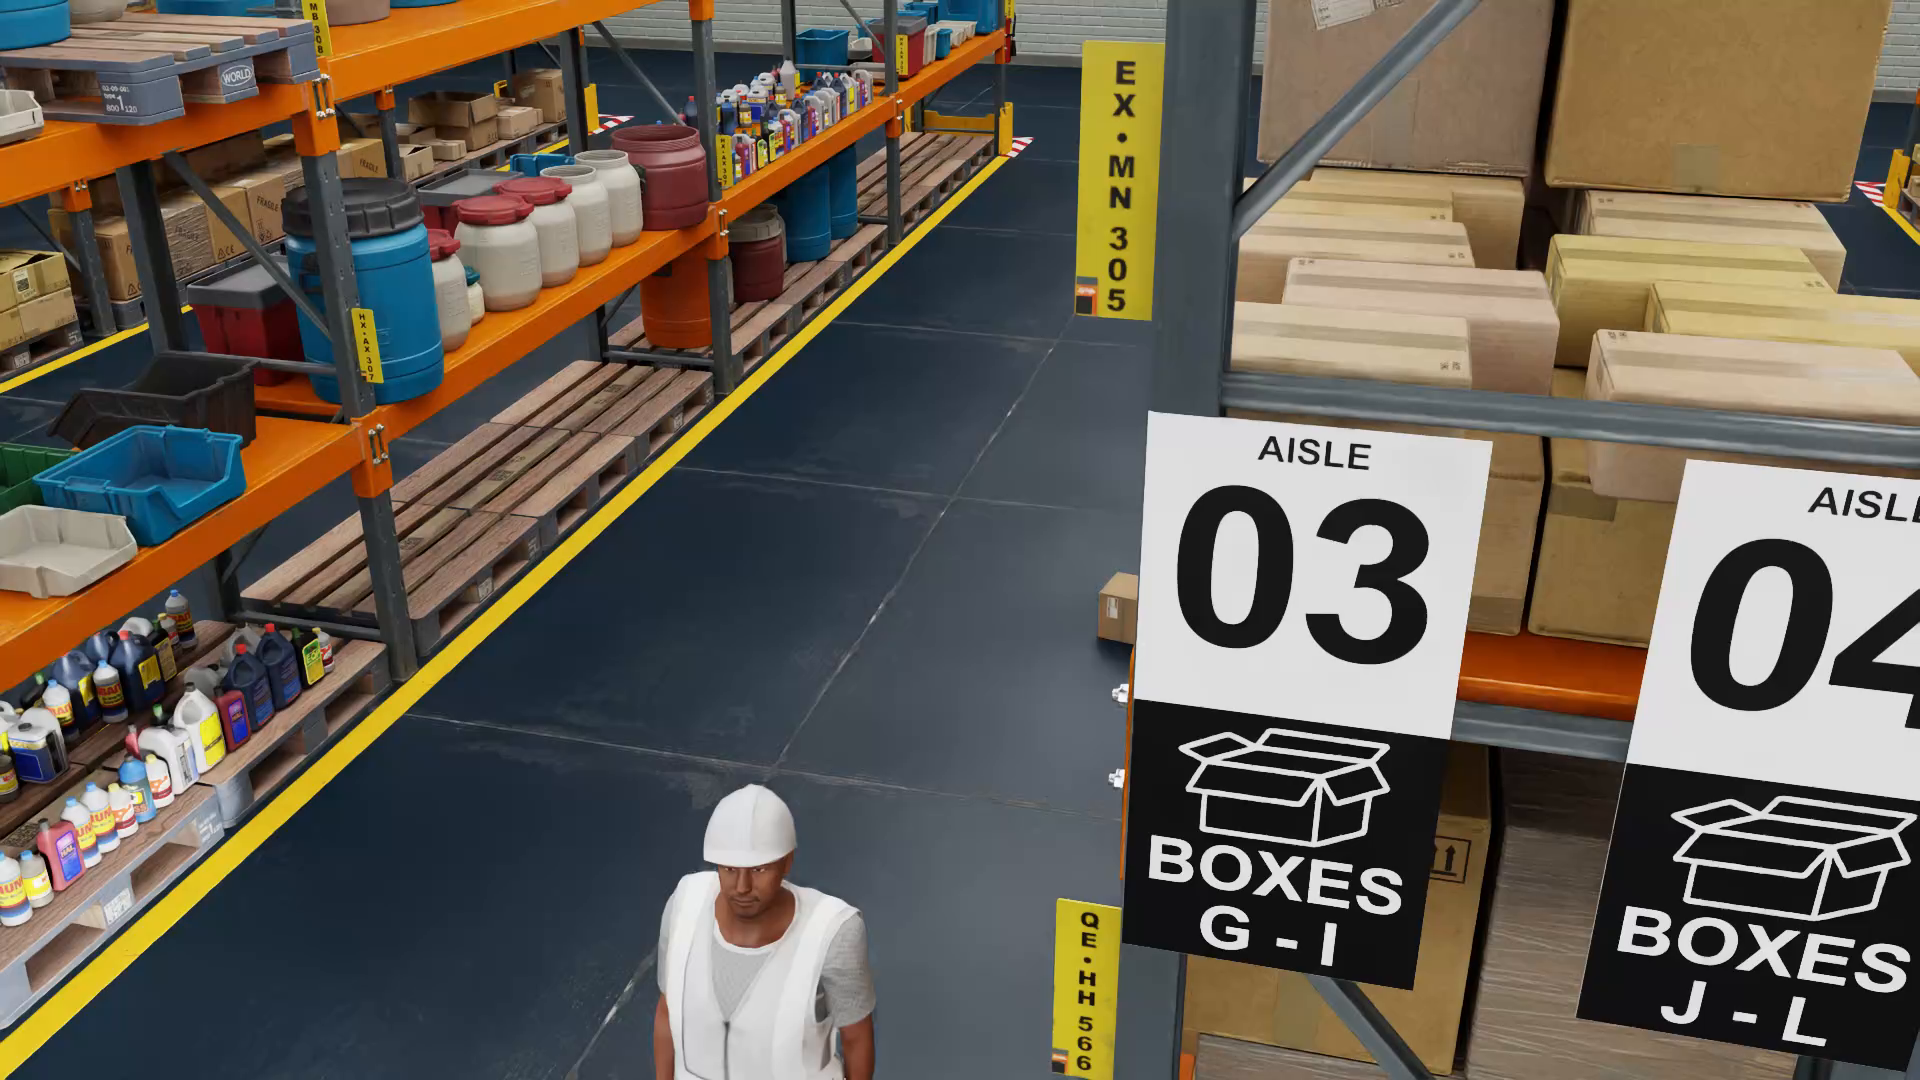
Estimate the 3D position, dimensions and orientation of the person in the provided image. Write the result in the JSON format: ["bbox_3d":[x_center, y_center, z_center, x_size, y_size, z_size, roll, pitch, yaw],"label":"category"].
[{"bbox_3d":[-0.488,1.381,4.106,0.552,1.765,0.747,9,26,18],"label":"person"}]
